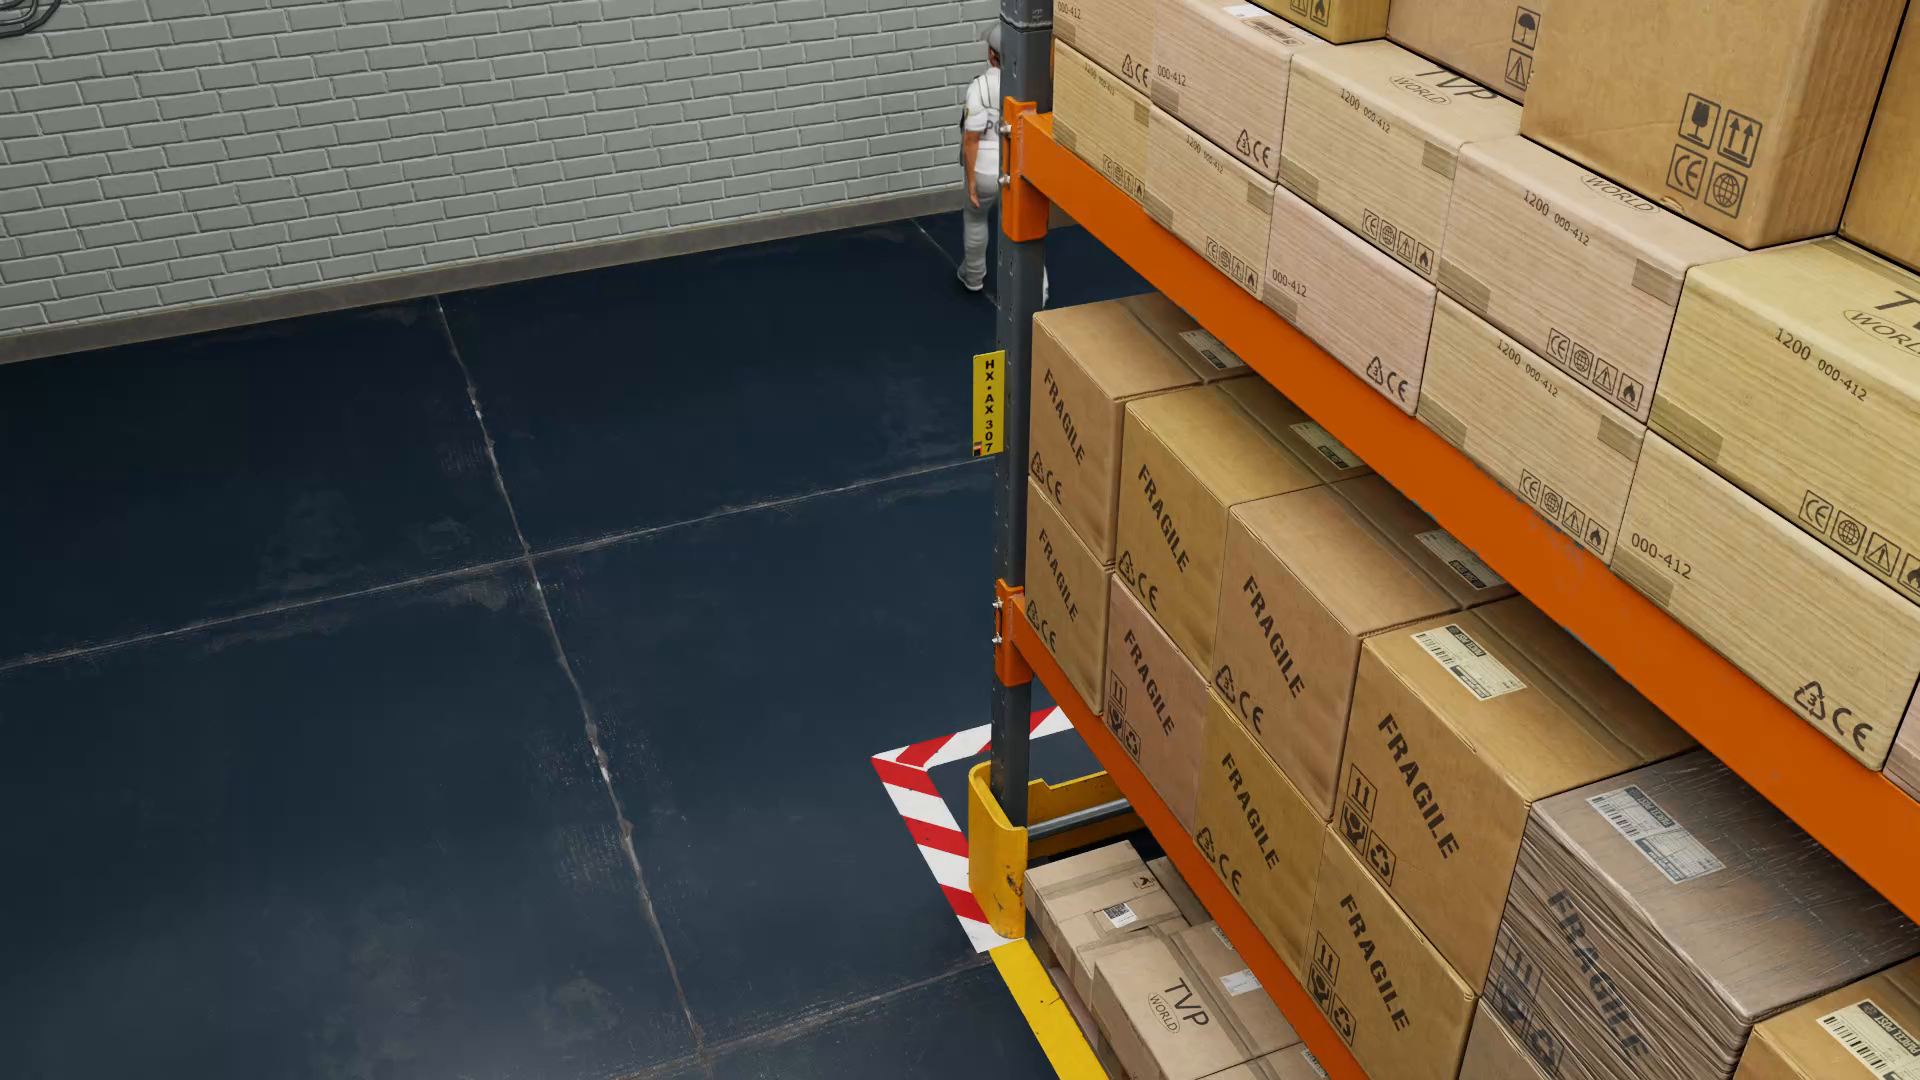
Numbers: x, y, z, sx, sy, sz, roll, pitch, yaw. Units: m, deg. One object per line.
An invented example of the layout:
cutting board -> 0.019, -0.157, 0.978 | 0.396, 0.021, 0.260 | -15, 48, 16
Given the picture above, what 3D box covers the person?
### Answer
person -> 0.227, -2.086, 9.257 | 0.473, 1.629, 0.846 | -6, 34, -9
